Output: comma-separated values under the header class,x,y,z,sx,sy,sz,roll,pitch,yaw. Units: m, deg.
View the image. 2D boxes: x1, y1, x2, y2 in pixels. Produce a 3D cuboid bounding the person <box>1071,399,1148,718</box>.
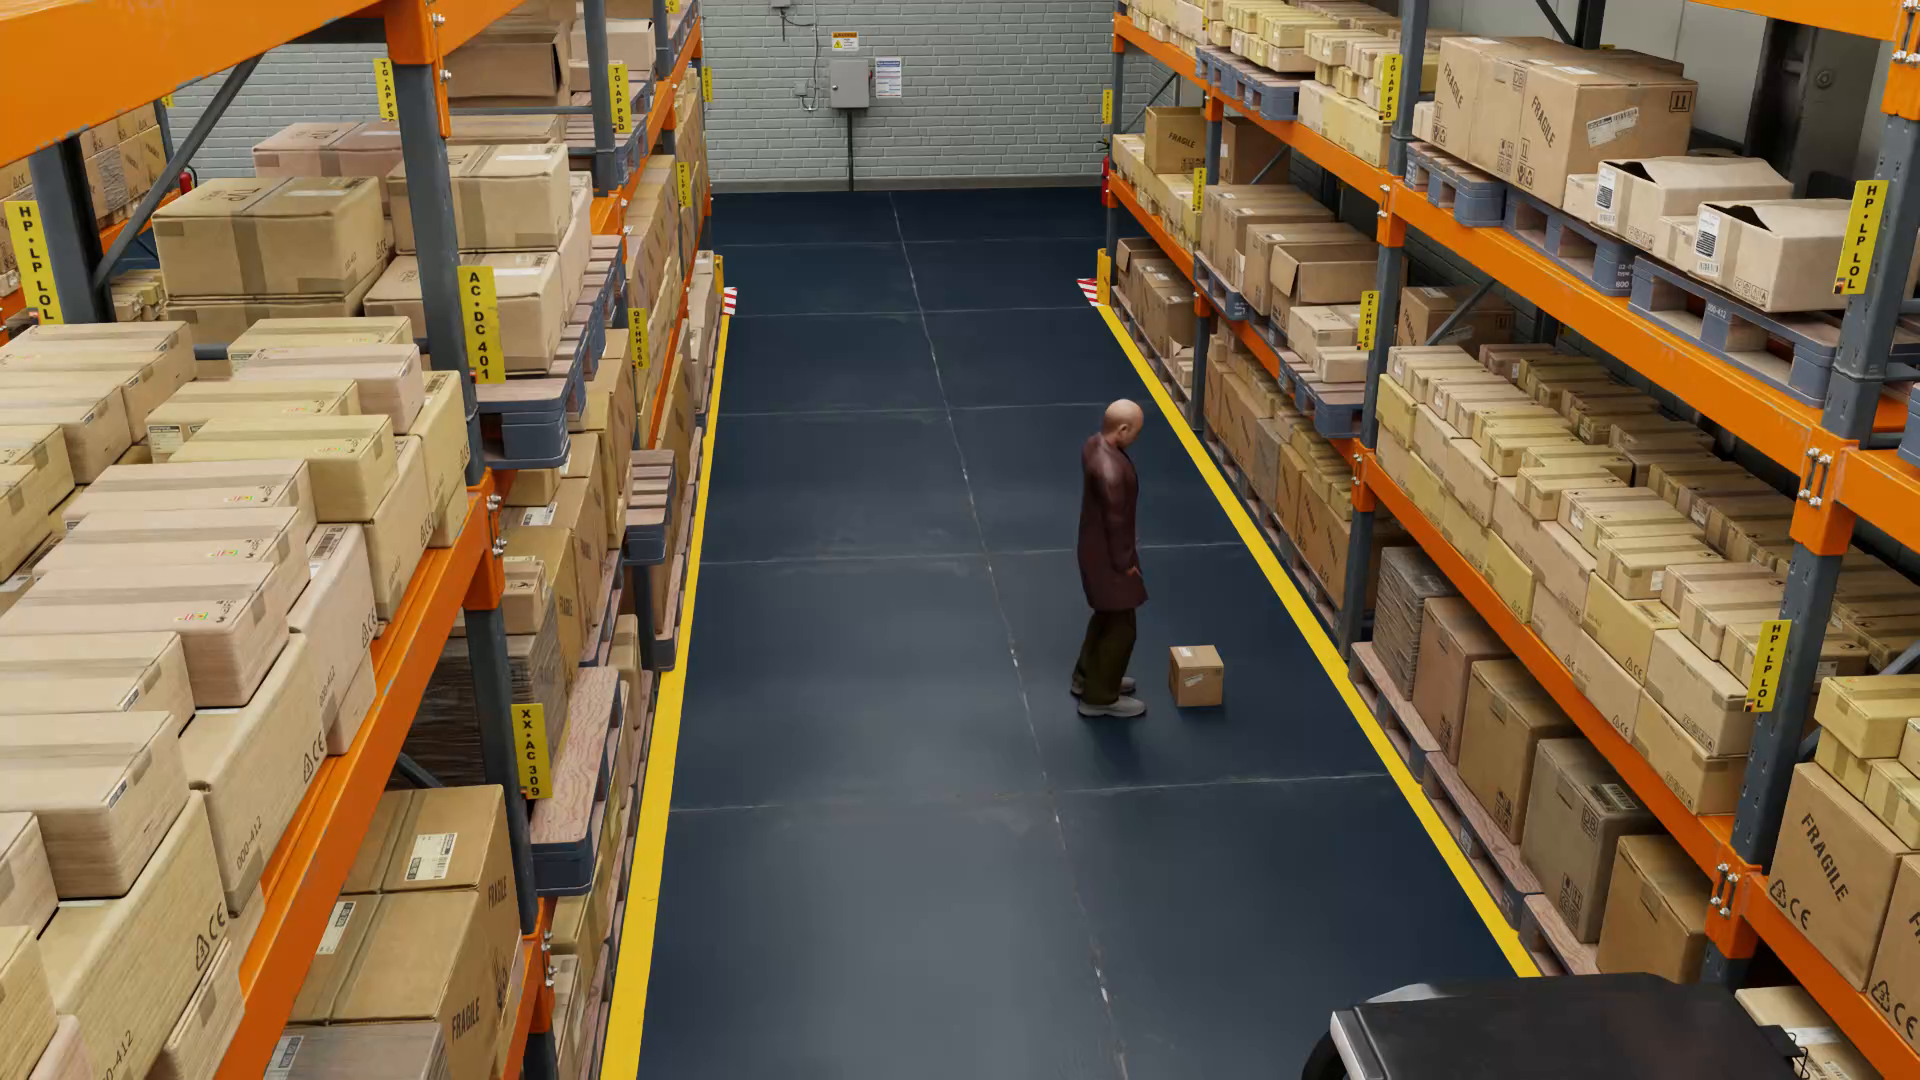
class,x,y,z,sx,sy,sz,roll,pitch,yaw
person,0.823,0.084,8.957,0.381,1.761,0.572,-2,23,-4
